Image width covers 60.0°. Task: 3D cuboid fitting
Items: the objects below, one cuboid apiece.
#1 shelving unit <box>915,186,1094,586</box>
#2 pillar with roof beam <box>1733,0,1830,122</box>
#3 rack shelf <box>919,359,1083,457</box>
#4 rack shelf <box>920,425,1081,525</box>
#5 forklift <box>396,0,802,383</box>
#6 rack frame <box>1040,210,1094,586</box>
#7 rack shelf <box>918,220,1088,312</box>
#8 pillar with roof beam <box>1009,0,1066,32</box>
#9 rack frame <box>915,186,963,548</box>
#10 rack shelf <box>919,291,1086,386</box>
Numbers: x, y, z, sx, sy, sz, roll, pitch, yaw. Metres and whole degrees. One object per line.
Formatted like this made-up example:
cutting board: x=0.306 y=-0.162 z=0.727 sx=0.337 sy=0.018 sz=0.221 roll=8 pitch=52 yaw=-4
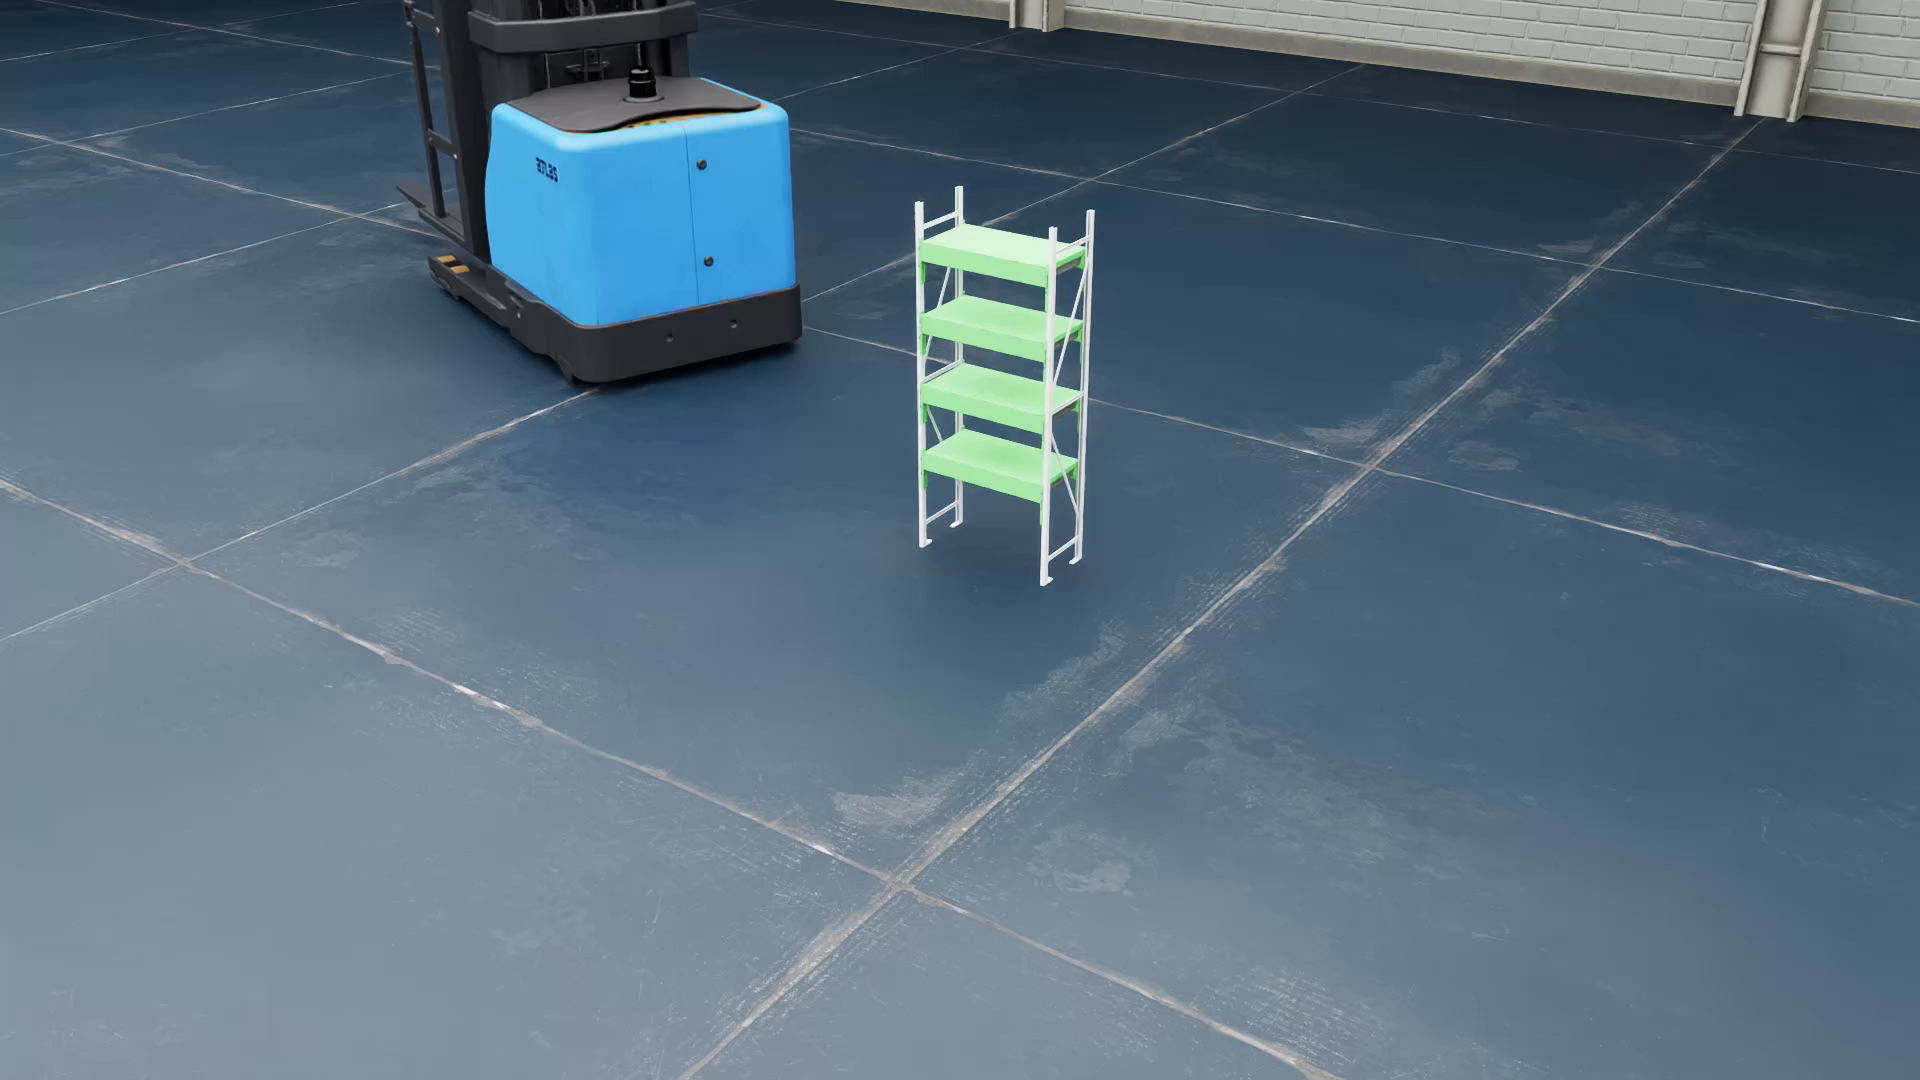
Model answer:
shelving unit: x=0.136 y=-0.492 z=5.394 sx=0.503 sy=1.200 sz=0.258 roll=17 pitch=32 yaw=30
pillar with roof beam: x=3.187 y=-5.361 z=6.363 sx=0.400 sy=9.000 sz=9.100 roll=17 pitch=32 yaw=30
rack shelf: x=0.136 y=-0.435 z=5.423 sx=0.480 sy=0.148 sz=0.258 roll=17 pitch=32 yaw=30
rack shelf: x=0.136 y=-0.221 z=5.532 sx=0.480 sy=0.148 sz=0.258 roll=17 pitch=32 yaw=30
forklift: x=-1.948 y=-2.573 z=7.575 sx=1.130 sy=2.935 sz=3.031 roll=-17 pitch=32 yaw=-30
rack frame: x=0.338 y=-0.430 z=5.271 sx=0.015 sy=1.200 sz=0.240 roll=17 pitch=32 yaw=30
rack shelf: x=0.136 y=-0.863 z=5.206 sx=0.480 sy=0.148 sz=0.258 roll=17 pitch=32 yaw=30
pillar with roof beam: x=-1.759 y=-6.902 z=9.390 sx=0.400 sy=9.000 sz=9.100 roll=17 pitch=32 yaw=30
rack frame: x=-0.065 y=-0.555 z=5.517 sx=0.015 sy=1.200 sz=0.240 roll=17 pitch=32 yaw=30
rack shelf: x=0.136 y=-0.649 z=5.314 sx=0.480 sy=0.148 sz=0.258 roll=17 pitch=32 yaw=30
